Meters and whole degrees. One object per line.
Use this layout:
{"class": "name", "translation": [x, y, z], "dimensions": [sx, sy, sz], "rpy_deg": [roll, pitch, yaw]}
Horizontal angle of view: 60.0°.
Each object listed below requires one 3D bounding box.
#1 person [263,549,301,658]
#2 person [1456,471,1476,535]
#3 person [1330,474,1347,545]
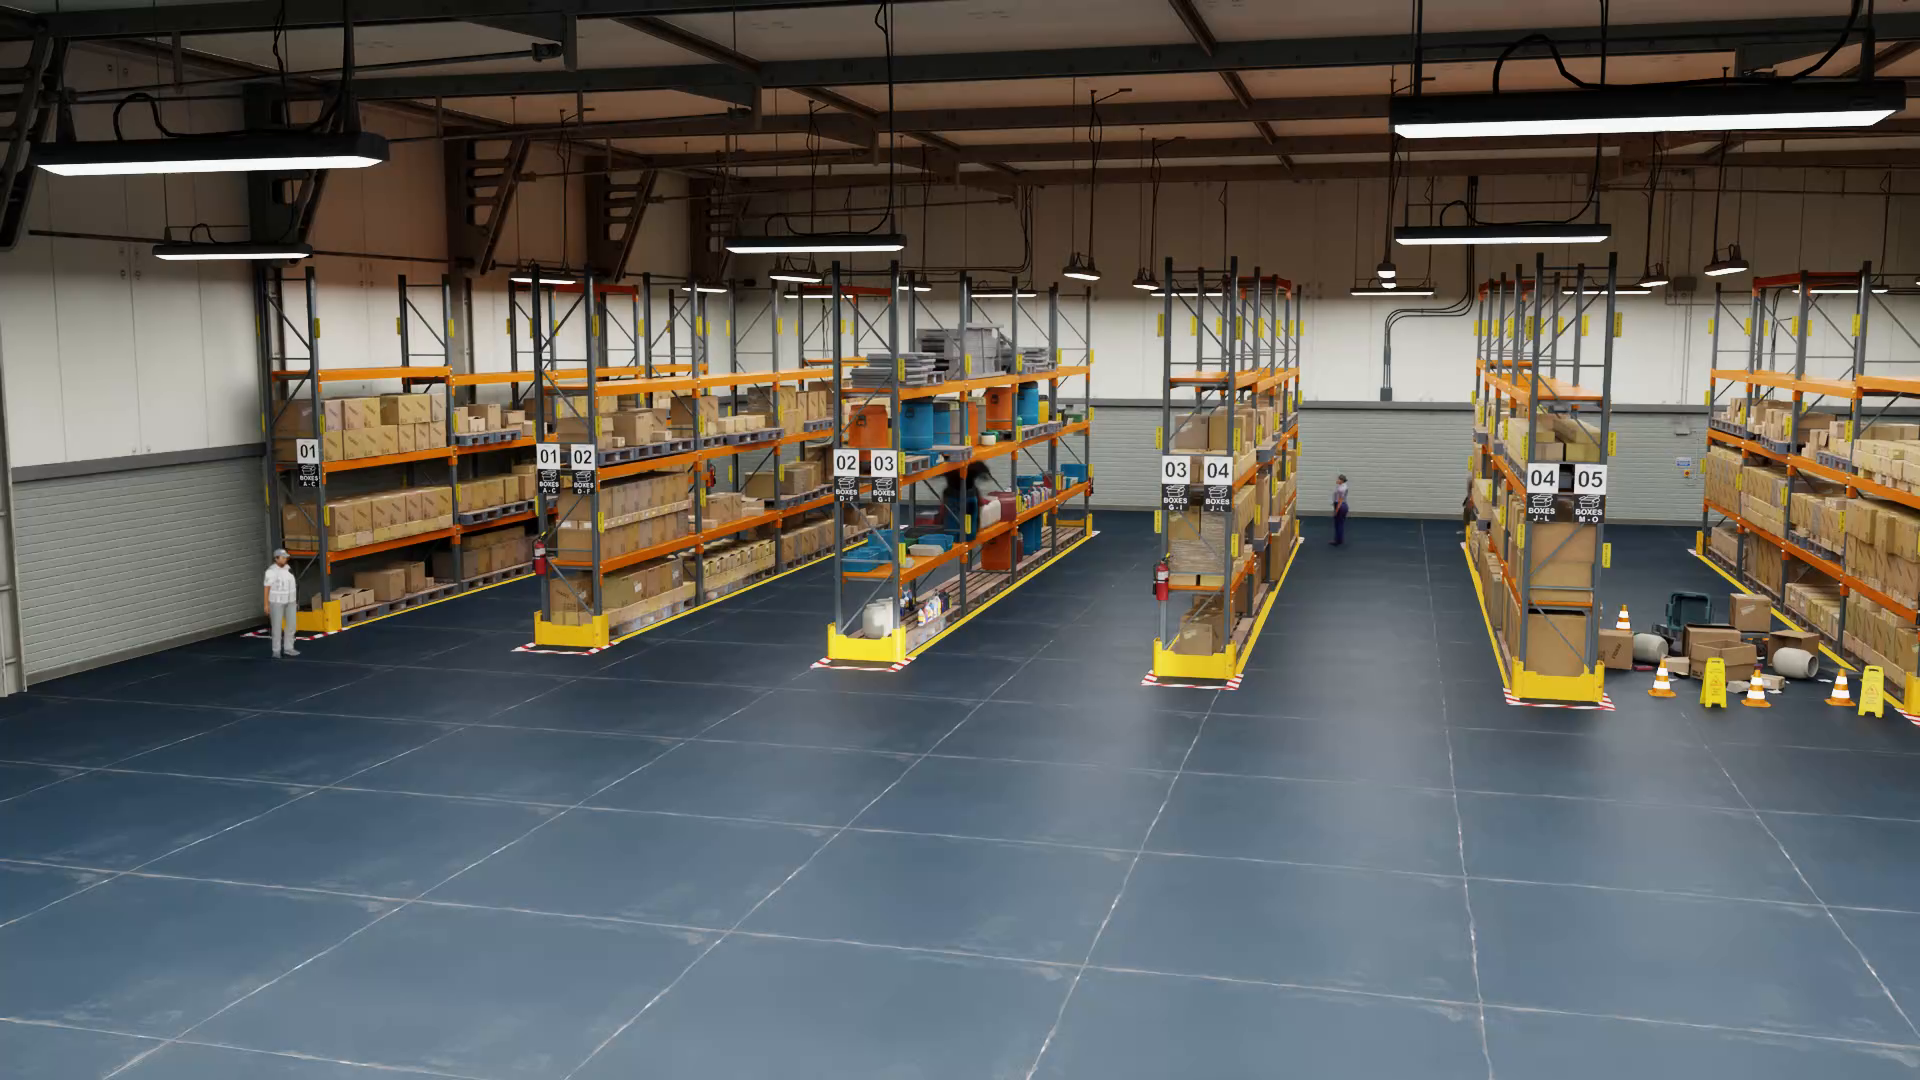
{"class": "person", "translation": [-10.380, 0.964, 25.449], "dimensions": [0.398, 1.669, 0.586], "rpy_deg": [5, 9, 32]}
{"class": "person", "translation": [12.437, -0.969, 40.103], "dimensions": [0.829, 1.756, 0.606], "rpy_deg": [1, 7, 9]}
{"class": "person", "translation": [8.803, -0.688, 38.675], "dimensions": [0.403, 1.698, 0.585], "rpy_deg": [2, 7, 15]}
